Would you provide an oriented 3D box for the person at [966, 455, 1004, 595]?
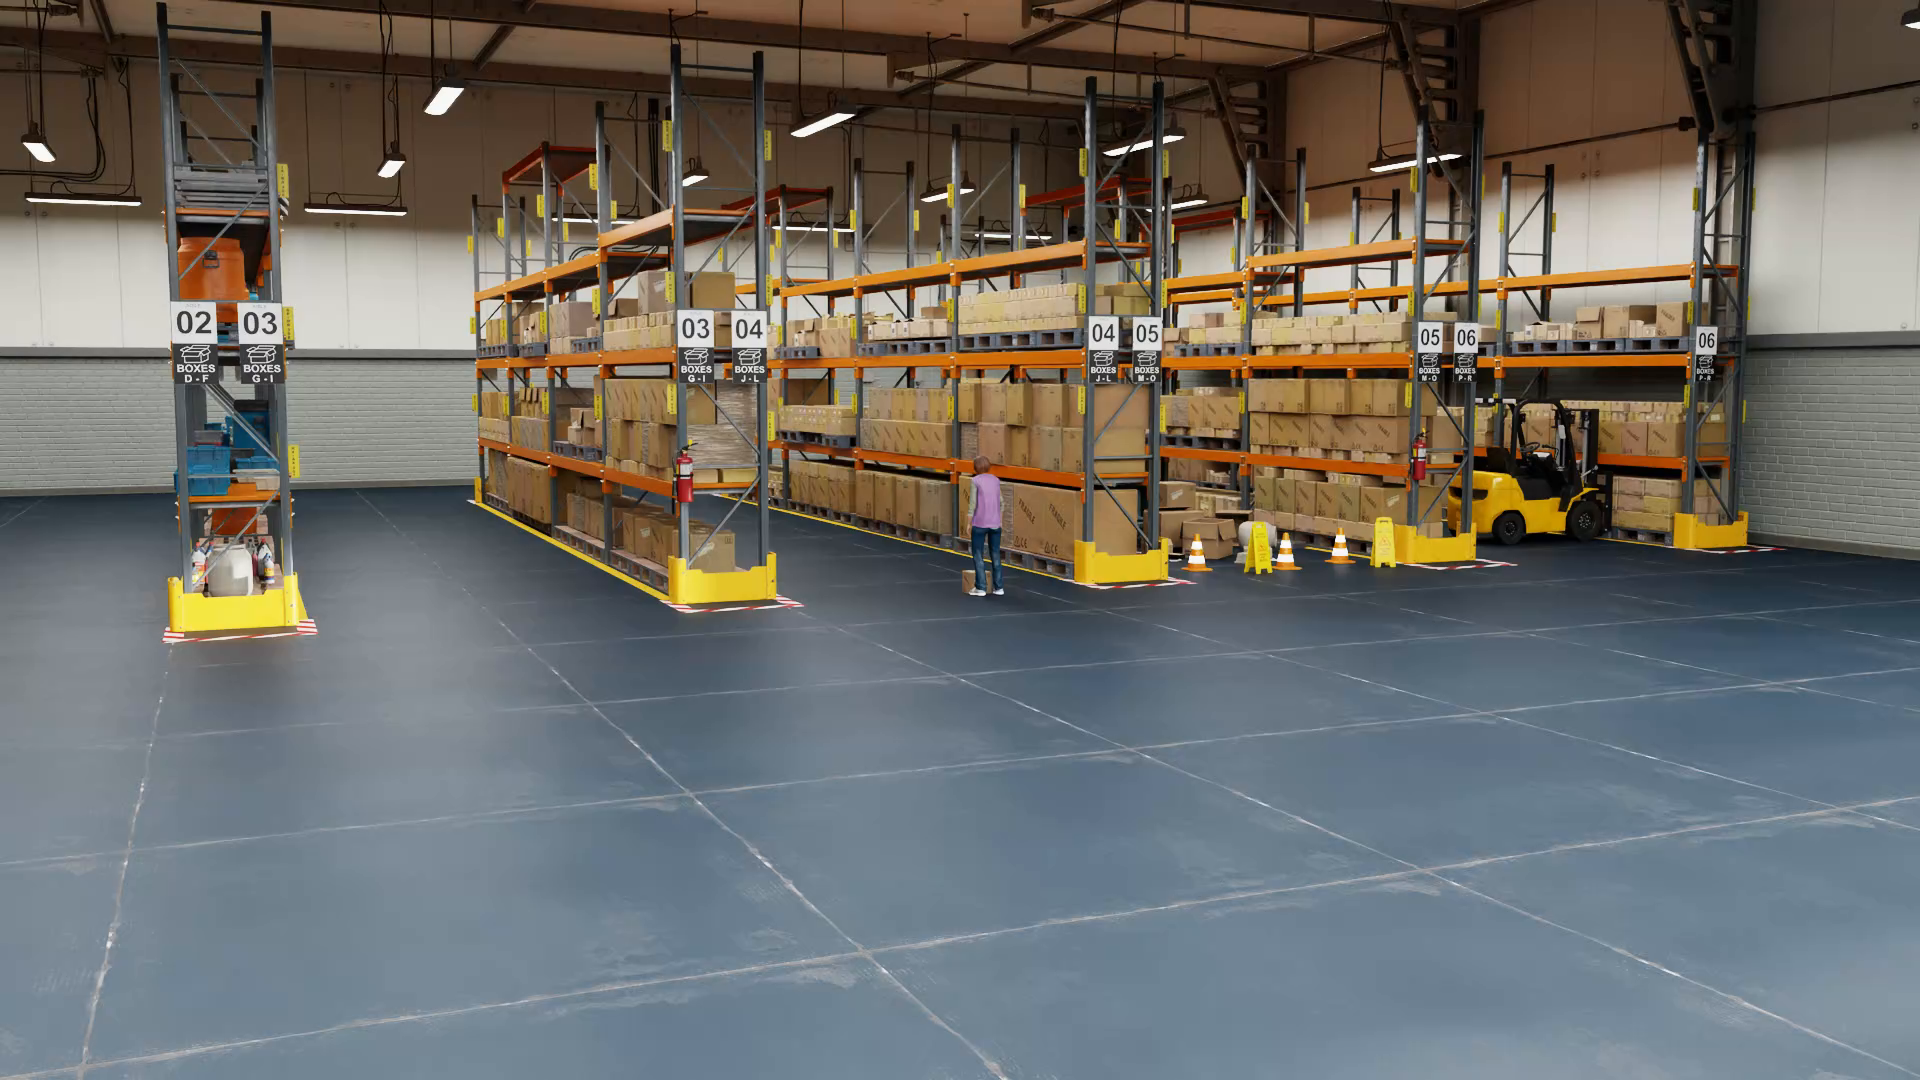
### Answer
[{"bbox_3d":[0.293,-0.162,18.866,0.485,1.593,0.344,-3,6,-27],"label":"person"}]
